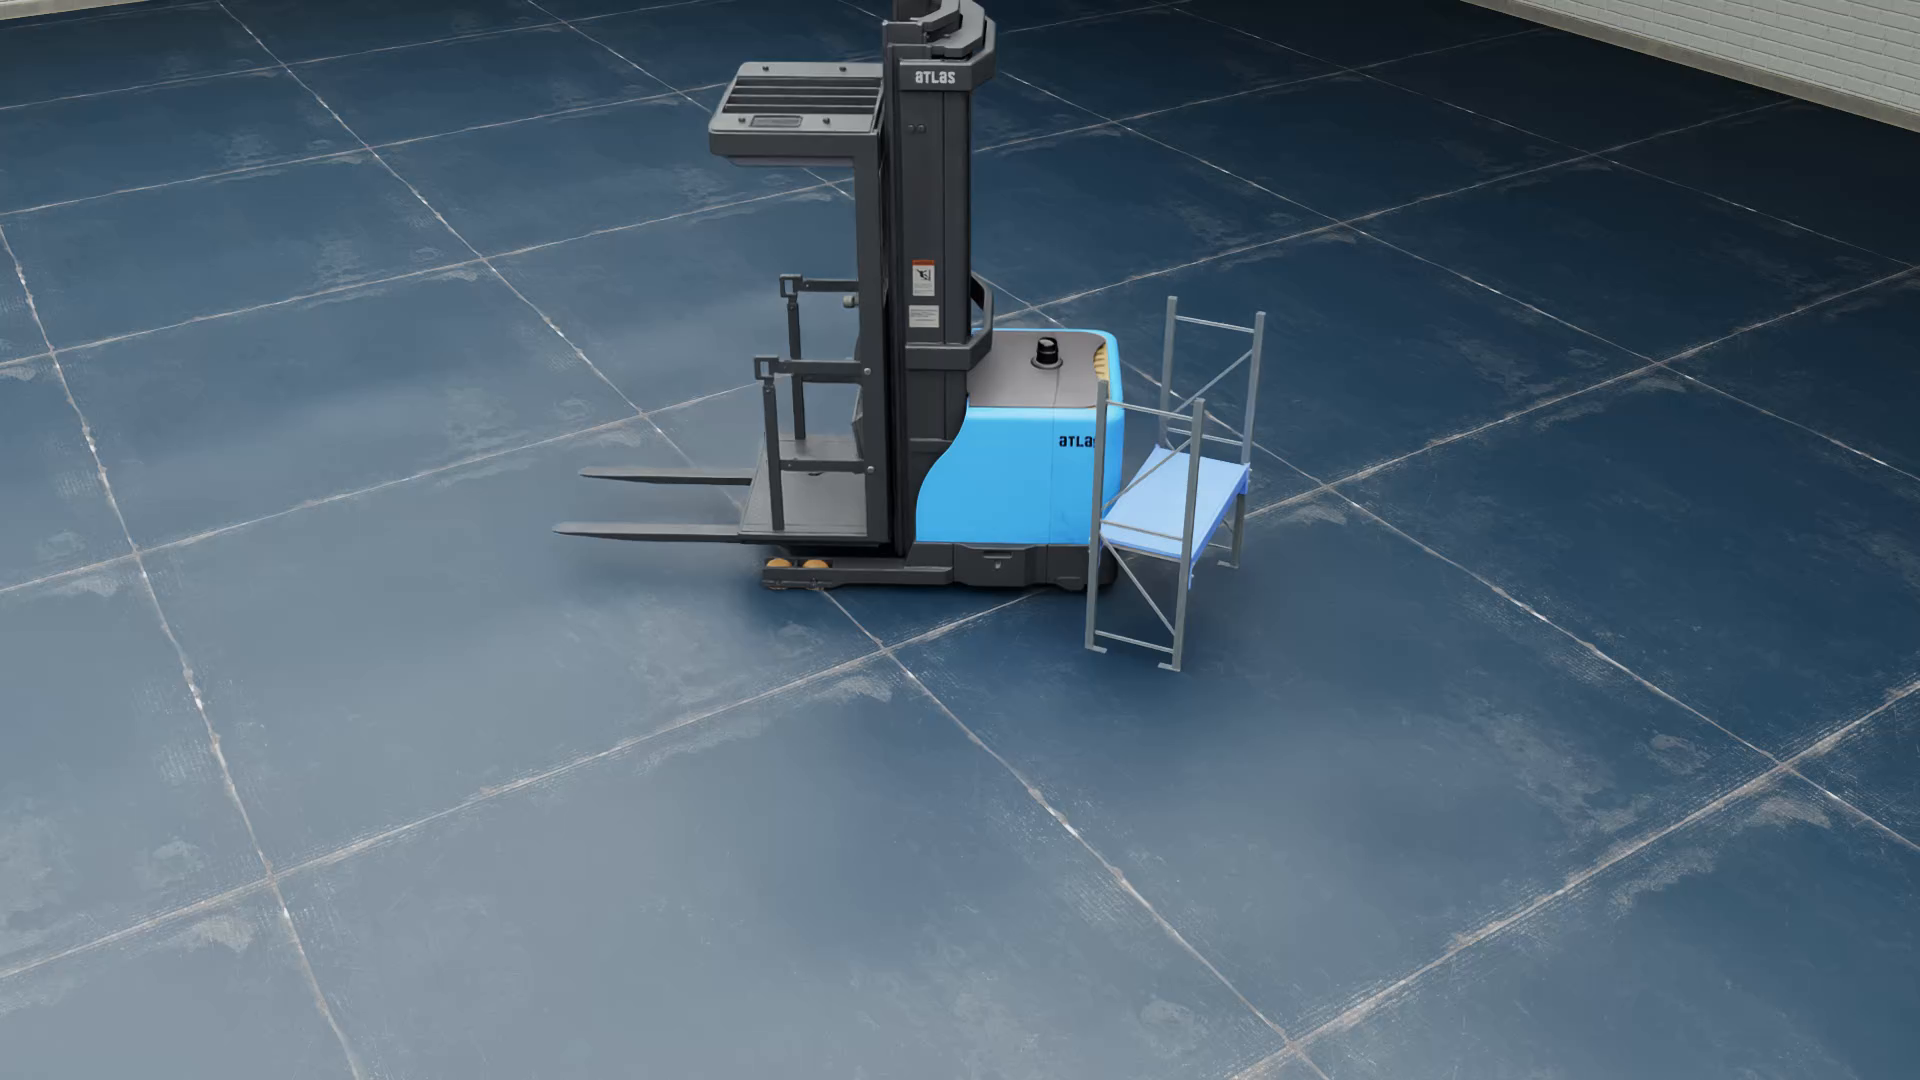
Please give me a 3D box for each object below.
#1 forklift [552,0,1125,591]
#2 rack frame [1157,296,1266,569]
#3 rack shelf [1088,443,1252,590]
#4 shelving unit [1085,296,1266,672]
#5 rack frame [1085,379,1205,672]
[{"bbox_3d":[-0.664,-1.250,8.485,3.031,2.935,1.130,1,32,2],"label":"forklift"},{"bbox_3d":[1.280,-0.537,8.696,0.500,1.500,0.032,13,35,20],"label":"rack frame"},{"bbox_3d":[1.072,-0.138,8.400,0.538,0.185,1.000,13,35,20],"label":"rack shelf"},{"bbox_3d":[1.072,-0.290,8.304,0.538,1.500,1.048,13,35,20],"label":"shelving unit"},{"bbox_3d":[0.863,-0.042,7.911,0.500,1.500,0.032,13,35,20],"label":"rack frame"}]
